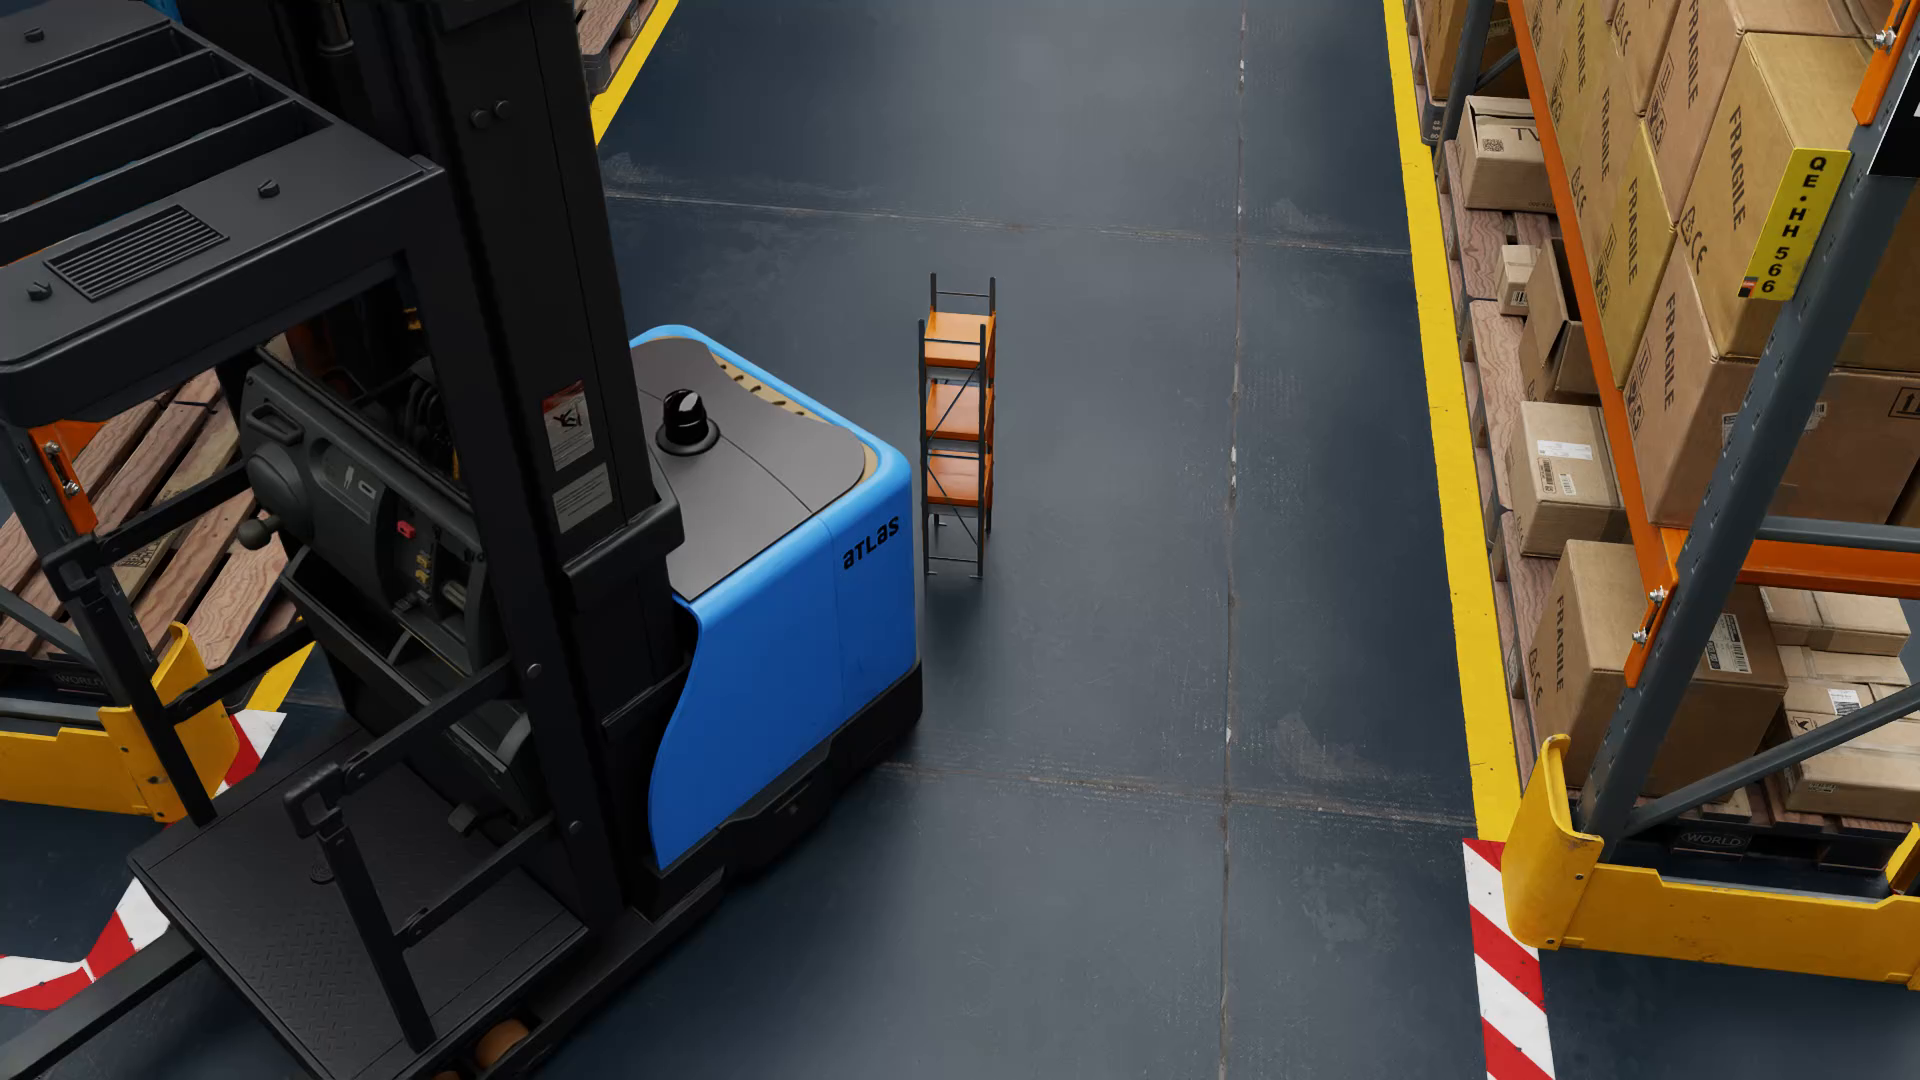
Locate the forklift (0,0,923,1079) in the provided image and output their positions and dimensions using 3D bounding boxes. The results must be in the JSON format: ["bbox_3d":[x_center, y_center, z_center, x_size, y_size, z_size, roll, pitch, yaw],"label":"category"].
[{"bbox_3d":[-1.471,0.033,3.584,1.130,2.935,3.031,32,52,29],"label":"forklift"}]

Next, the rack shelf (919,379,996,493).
[{"bbox_3d":[-0.007,-0.337,5.358,0.215,0.259,0.240,5,44,6],"label":"rack shelf"}]

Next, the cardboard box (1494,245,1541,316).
[{"bbox_3d":[2.262,-0.988,6.352,0.380,0.166,0.250,5,44,6],"label":"cardboard box"}]

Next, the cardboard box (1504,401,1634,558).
[{"bbox_3d":[2.090,-0.187,5.445,0.500,0.250,0.500,5,44,6],"label":"cardboard box"}]

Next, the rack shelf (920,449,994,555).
[{"bbox_3d":[-0.007,-0.135,5.549,0.215,0.259,0.240,5,44,6],"label":"rack shelf"}]

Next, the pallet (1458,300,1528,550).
[{"bbox_3d":[2.385,-0.399,6.018,1.003,0.211,1.213,5,44,6],"label":"pallet"}]

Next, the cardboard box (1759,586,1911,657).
[{"bbox_3d":[2.526,0.166,5.073,0.500,0.250,0.500,5,44,6],"label":"cardboard box"}]

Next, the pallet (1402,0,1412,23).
[{"bbox_3d":[2.865,-3.093,8.863,1.003,0.211,1.213,5,44,6],"label":"pallet"}]

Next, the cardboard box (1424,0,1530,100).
[{"bbox_3d":[2.417,-2.328,7.525,0.500,0.500,0.500,5,44,5],"label":"cardboard box"}]

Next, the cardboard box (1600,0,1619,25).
[{"bbox_3d":[2.091,-1.763,4.631,0.500,0.500,0.500,6,44,7],"label":"cardboard box"}]

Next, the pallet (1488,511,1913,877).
[{"bbox_3d":[2.222,0.430,5.143,1.003,0.211,1.213,5,44,6],"label":"pallet"}]

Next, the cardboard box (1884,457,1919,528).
[{"bbox_3d":[2.427,-0.302,3.815,0.500,0.500,0.500,6,44,6],"label":"cardboard box"}]

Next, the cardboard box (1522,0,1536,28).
[{"bbox_3d":[2.234,-2.078,5.690,0.500,0.500,0.500,6,44,6],"label":"cardboard box"}]

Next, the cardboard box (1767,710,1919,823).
[{"bbox_3d":[2.503,0.634,4.653,0.380,0.149,0.250,5,44,6],"label":"cardboard box"}]

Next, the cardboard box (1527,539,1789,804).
[{"bbox_3d":[1.935,0.367,4.678,0.500,0.500,0.500,5,44,6],"label":"cardboard box"}]

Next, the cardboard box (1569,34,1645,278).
[{"bbox_3d":[2.033,-1.047,4.602,0.500,0.500,0.500,6,44,6],"label":"cardboard box"}]

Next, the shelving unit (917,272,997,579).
[{"bbox_3d":[-0.007,-0.345,5.351,0.215,1.050,0.252,5,44,6],"label":"shelving unit"}]

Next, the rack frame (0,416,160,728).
[{"bbox_3d":[-2.802,-0.440,4.033,1.000,3.000,0.127,5,44,6],"label":"rack frame"}]

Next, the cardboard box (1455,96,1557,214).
[{"bbox_3d":[2.366,-1.631,6.926,0.500,0.311,0.500,5,44,6],"label":"cardboard box"}]

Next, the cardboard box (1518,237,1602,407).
[{"bbox_3d":[2.393,-0.686,5.789,0.797,0.503,0.637,5,44,6],"label":"cardboard box"}]

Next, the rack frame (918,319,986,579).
[{"bbox_3d":[-0.023,-0.262,5.263,0.200,1.050,0.008,5,44,6],"label":"rack frame"}]

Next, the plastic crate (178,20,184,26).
[{"bbox_3d":[-2.269,-1.437,5.164,0.416,0.233,0.300,5,44,6],"label":"plastic crate"}]

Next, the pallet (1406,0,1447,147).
[{"bbox_3d":[2.706,-2.259,7.982,1.003,0.211,1.213,5,44,6],"label":"pallet"}]

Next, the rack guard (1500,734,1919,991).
[{"bbox_3d":[2.117,0.868,4.469,1.175,0.500,0.348,5,44,6],"label":"rack guard"}]

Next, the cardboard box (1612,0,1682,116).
[{"bbox_3d":[2.023,-1.413,4.261,0.500,0.500,0.500,6,44,7],"label":"cardboard box"}]

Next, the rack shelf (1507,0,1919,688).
[{"bbox_3d":[2.372,-1.089,5.242,1.077,0.370,4.000,5,44,6],"label":"rack shelf"}]

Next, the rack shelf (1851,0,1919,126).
[{"bbox_3d":[2.372,-2.179,4.211,1.077,0.370,4.000,5,44,6],"label":"rack shelf"}]

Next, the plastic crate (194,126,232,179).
[{"bbox_3d":[-2.229,-1.178,4.961,0.250,0.136,0.298,5,44,6],"label":"plastic crate"}]

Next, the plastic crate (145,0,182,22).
[{"bbox_3d":[-2.785,-1.824,5.573,0.416,0.233,0.300,5,44,6],"label":"plastic crate"}]

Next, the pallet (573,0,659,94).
[{"bbox_3d":[-2.130,-2.676,8.423,1.003,0.211,1.213,5,44,6],"label":"pallet"}]

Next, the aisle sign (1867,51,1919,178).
[{"bbox_3d":[1.794,-0.913,2.642,0.394,0.787,0.004,5,44,6],"label":"aisle sign"}]

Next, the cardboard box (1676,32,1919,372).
[{"bbox_3d":[1.893,-0.715,3.524,0.500,0.500,0.500,5,44,5],"label":"cardboard box"}]

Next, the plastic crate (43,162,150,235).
[{"bbox_3d":[-2.356,-0.988,4.690,0.416,0.233,0.300,5,44,6],"label":"plastic crate"}]

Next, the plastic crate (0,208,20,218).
[{"bbox_3d":[-2.874,-0.939,4.708,0.396,0.136,0.243,5,44,6],"label":"plastic crate"}]

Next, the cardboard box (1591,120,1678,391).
[{"bbox_3d":[1.962,-0.708,4.243,0.500,0.500,0.500,6,44,6],"label":"cardboard box"}]

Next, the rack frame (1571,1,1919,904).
[{"bbox_3d":[2.107,0.012,3.555,1.000,3.000,0.127,5,44,6],"label":"rack frame"}]

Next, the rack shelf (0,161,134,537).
[{"bbox_3d":[-2.538,-1.542,5.720,1.077,0.370,4.000,5,44,6],"label":"rack shelf"}]

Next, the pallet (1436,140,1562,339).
[{"bbox_3d":[2.544,-1.233,6.899,1.003,0.211,1.213,5,44,6],"label":"pallet"}]

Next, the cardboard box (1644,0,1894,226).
[{"bbox_3d":[1.959,-1.060,3.887,0.500,0.500,0.500,6,44,7],"label":"cardboard box"}]

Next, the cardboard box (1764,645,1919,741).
[{"bbox_3d":[2.536,0.457,4.826,0.380,0.166,0.250,5,44,6],"label":"cardboard box"}]

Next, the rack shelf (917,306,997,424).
[{"bbox_3d":[-0.007,-0.543,5.163,0.215,0.259,0.240,5,44,6],"label":"rack shelf"}]

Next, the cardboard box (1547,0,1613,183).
[{"bbox_3d":[2.100,-1.391,4.964,0.500,0.500,0.500,5,44,5],"label":"cardboard box"}]

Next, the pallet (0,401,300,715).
[{"bbox_3d":[-2.655,0.014,5.582,1.003,0.211,1.213,5,44,6],"label":"pallet"}]

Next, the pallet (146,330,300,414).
[{"bbox_3d":[-2.491,-0.815,6.458,1.003,0.211,1.213,5,44,6],"label":"pallet"}]

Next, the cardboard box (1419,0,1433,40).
[{"bbox_3d":[2.491,-2.664,7.880,0.500,0.500,0.500,5,44,6],"label":"cardboard box"}]

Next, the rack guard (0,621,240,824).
[{"bbox_3d":[-2.793,0.485,4.874,1.175,0.500,0.348,5,44,6],"label":"rack guard"}]

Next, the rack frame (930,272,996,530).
[{"bbox_3d":[0.009,-0.428,5.438,0.200,1.050,0.008,5,44,6],"label":"rack frame"}]

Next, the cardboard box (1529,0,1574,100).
[{"bbox_3d":[2.166,-1.737,5.330,0.500,0.500,0.500,5,44,5],"label":"cardboard box"}]

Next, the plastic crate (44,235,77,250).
[{"bbox_3d":[-2.319,-0.716,4.472,0.250,0.136,0.298,5,44,6],"label":"plastic crate"}]

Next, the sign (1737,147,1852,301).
[{"bbox_3d":[1.560,-0.587,3.116,0.100,0.325,0.005,5,44,6],"label":"sign"}]

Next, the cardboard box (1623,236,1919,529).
[{"bbox_3d":[1.897,-0.354,3.869,0.500,0.500,0.500,6,44,7],"label":"cardboard box"}]

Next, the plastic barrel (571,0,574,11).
[{"bbox_3d":[-2.185,-2.926,7.879,0.600,0.901,0.708,5,44,6],"label":"plastic barrel"}]

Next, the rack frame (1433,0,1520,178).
[{"bbox_3d":[2.636,-2.714,6.434,1.000,3.000,0.127,5,44,6],"label":"rack frame"}]
